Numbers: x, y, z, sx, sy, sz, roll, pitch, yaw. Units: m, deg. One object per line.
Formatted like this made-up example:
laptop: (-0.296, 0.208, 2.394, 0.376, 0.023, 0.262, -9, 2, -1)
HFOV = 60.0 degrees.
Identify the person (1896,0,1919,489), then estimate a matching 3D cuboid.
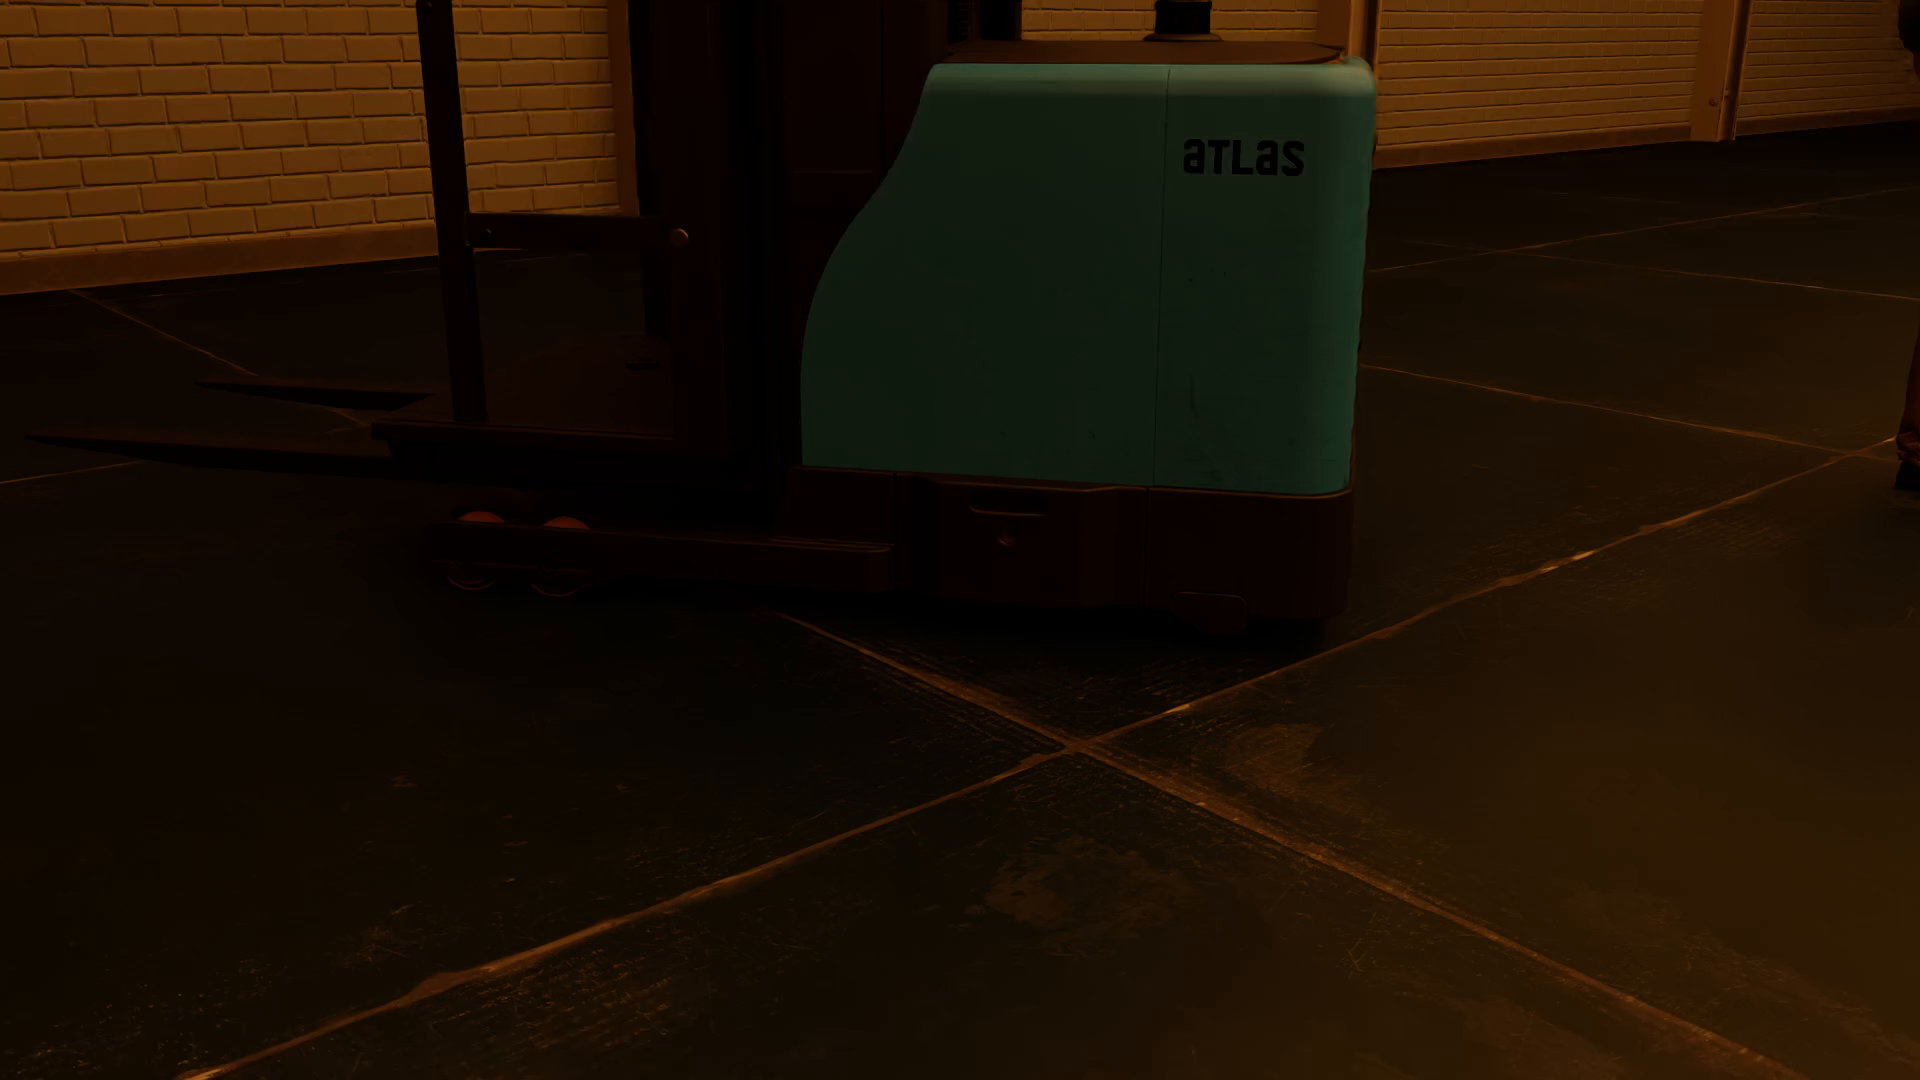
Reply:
person: (2.753, -0.904, 4.141, 0.700, 1.602, 0.974, -14, 22, -37)

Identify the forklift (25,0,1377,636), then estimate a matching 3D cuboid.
forklift: (-0.639, -1.427, 3.501, 3.031, 2.935, 1.130, 4, 18, 12)
